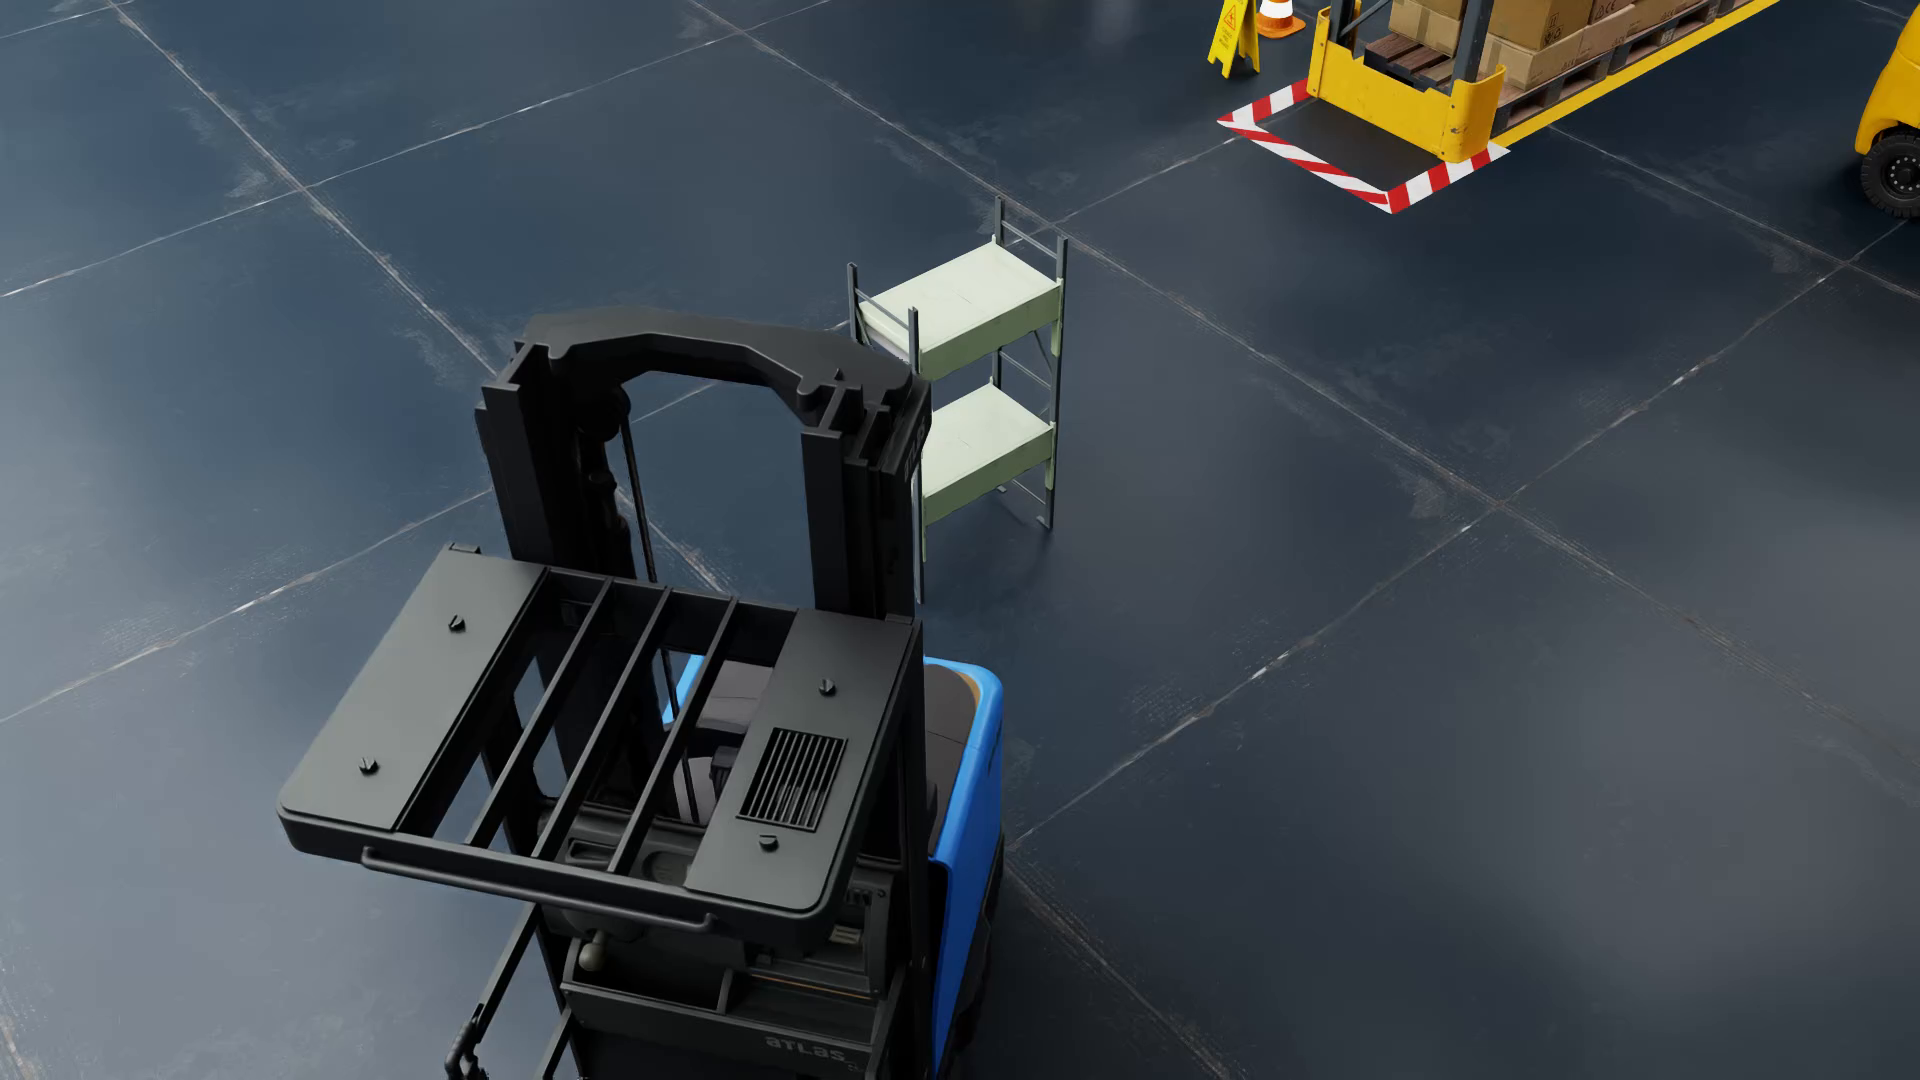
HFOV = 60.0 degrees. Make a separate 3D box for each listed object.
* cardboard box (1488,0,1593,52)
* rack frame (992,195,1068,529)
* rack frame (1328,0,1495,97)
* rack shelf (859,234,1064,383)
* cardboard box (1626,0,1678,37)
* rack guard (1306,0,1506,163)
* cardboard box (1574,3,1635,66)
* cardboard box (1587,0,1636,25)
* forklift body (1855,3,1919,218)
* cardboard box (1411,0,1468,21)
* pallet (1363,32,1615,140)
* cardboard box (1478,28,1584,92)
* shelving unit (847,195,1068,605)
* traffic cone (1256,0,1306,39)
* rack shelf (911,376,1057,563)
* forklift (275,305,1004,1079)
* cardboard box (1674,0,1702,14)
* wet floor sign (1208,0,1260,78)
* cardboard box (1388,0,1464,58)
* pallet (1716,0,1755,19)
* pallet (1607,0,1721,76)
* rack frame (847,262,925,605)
[{"bbox_3d":[3.371,-3.248,9.724,0.500,0.500,0.500,-32,52,-29],"label":"cardboard box"},{"bbox_3d":[0.276,-0.705,6.958,0.023,1.500,0.400,-30,51,-28],"label":"rack frame"},{"bbox_3d":[2.557,-3.604,8.949,0.127,3.000,1.000,-30,51,-28],"label":"rack frame"},{"bbox_3d":[-0.005,-0.828,6.520,0.720,0.370,0.431,-30,51,-28],"label":"rack shelf"},{"bbox_3d":[4.160,-3.430,10.466,0.500,0.250,0.500,-26,49,-25],"label":"cardboard box"},{"bbox_3d":[2.616,-2.726,9.841,0.348,0.500,1.175,-30,51,-28],"label":"rack guard"},{"bbox_3d":[3.750,-3.184,10.204,0.500,0.250,0.500,-28,50,-27],"label":"cardboard box"},{"bbox_3d":[3.770,-3.479,9.971,0.500,0.500,0.500,-32,52,-29],"label":"cardboard box"},{"bbox_3d":[6.029,-2.480,8.373,1.214,2.155,2.313,-30,51,-28],"label":"forklift body"},{"bbox_3d":[3.005,-3.517,10.011,0.500,0.500,0.500,-29,51,-28],"label":"cardboard box"},{"bbox_3d":[3.262,-2.959,10.300,1.213,0.211,1.003,-30,51,-28],"label":"pallet"},{"bbox_3d":[3.354,-2.963,9.970,0.500,0.250,0.500,-30,51,-28],"label":"cardboard box"},{"bbox_3d":[-0.005,-0.544,6.787,0.755,1.500,0.431,-30,51,-28],"label":"shelving unit"},{"bbox_3d":[2.060,-3.545,10.740,0.334,0.463,0.336,-30,51,-28],"label":"traffic cone"},{"bbox_3d":[-0.005,-0.306,7.010,0.720,0.370,0.431,-30,51,-28],"label":"rack shelf"},{"bbox_3d":[-0.673,1.036,4.059,1.130,2.935,3.031,9,44,9],"label":"forklift"},{"bbox_3d":[4.549,-3.650,10.701,0.500,0.250,0.500,-29,50,-27],"label":"cardboard box"},{"bbox_3d":[1.725,-3.224,10.265,0.232,0.644,0.267,-14,45,-14],"label":"wet floor sign"},{"bbox_3d":[3.023,-3.261,10.287,0.500,0.250,0.500,-30,51,-28],"label":"cardboard box"},{"bbox_3d":[5.133,-4.030,11.441,1.213,0.211,1.003,-30,51,-28],"label":"pallet"},{"bbox_3d":[4.197,-3.492,10.867,1.213,0.211,1.003,-30,51,-28],"label":"pallet"},{"bbox_3d":[-0.286,-0.383,6.616,0.023,1.500,0.400,-30,51,-28],"label":"rack frame"}]
